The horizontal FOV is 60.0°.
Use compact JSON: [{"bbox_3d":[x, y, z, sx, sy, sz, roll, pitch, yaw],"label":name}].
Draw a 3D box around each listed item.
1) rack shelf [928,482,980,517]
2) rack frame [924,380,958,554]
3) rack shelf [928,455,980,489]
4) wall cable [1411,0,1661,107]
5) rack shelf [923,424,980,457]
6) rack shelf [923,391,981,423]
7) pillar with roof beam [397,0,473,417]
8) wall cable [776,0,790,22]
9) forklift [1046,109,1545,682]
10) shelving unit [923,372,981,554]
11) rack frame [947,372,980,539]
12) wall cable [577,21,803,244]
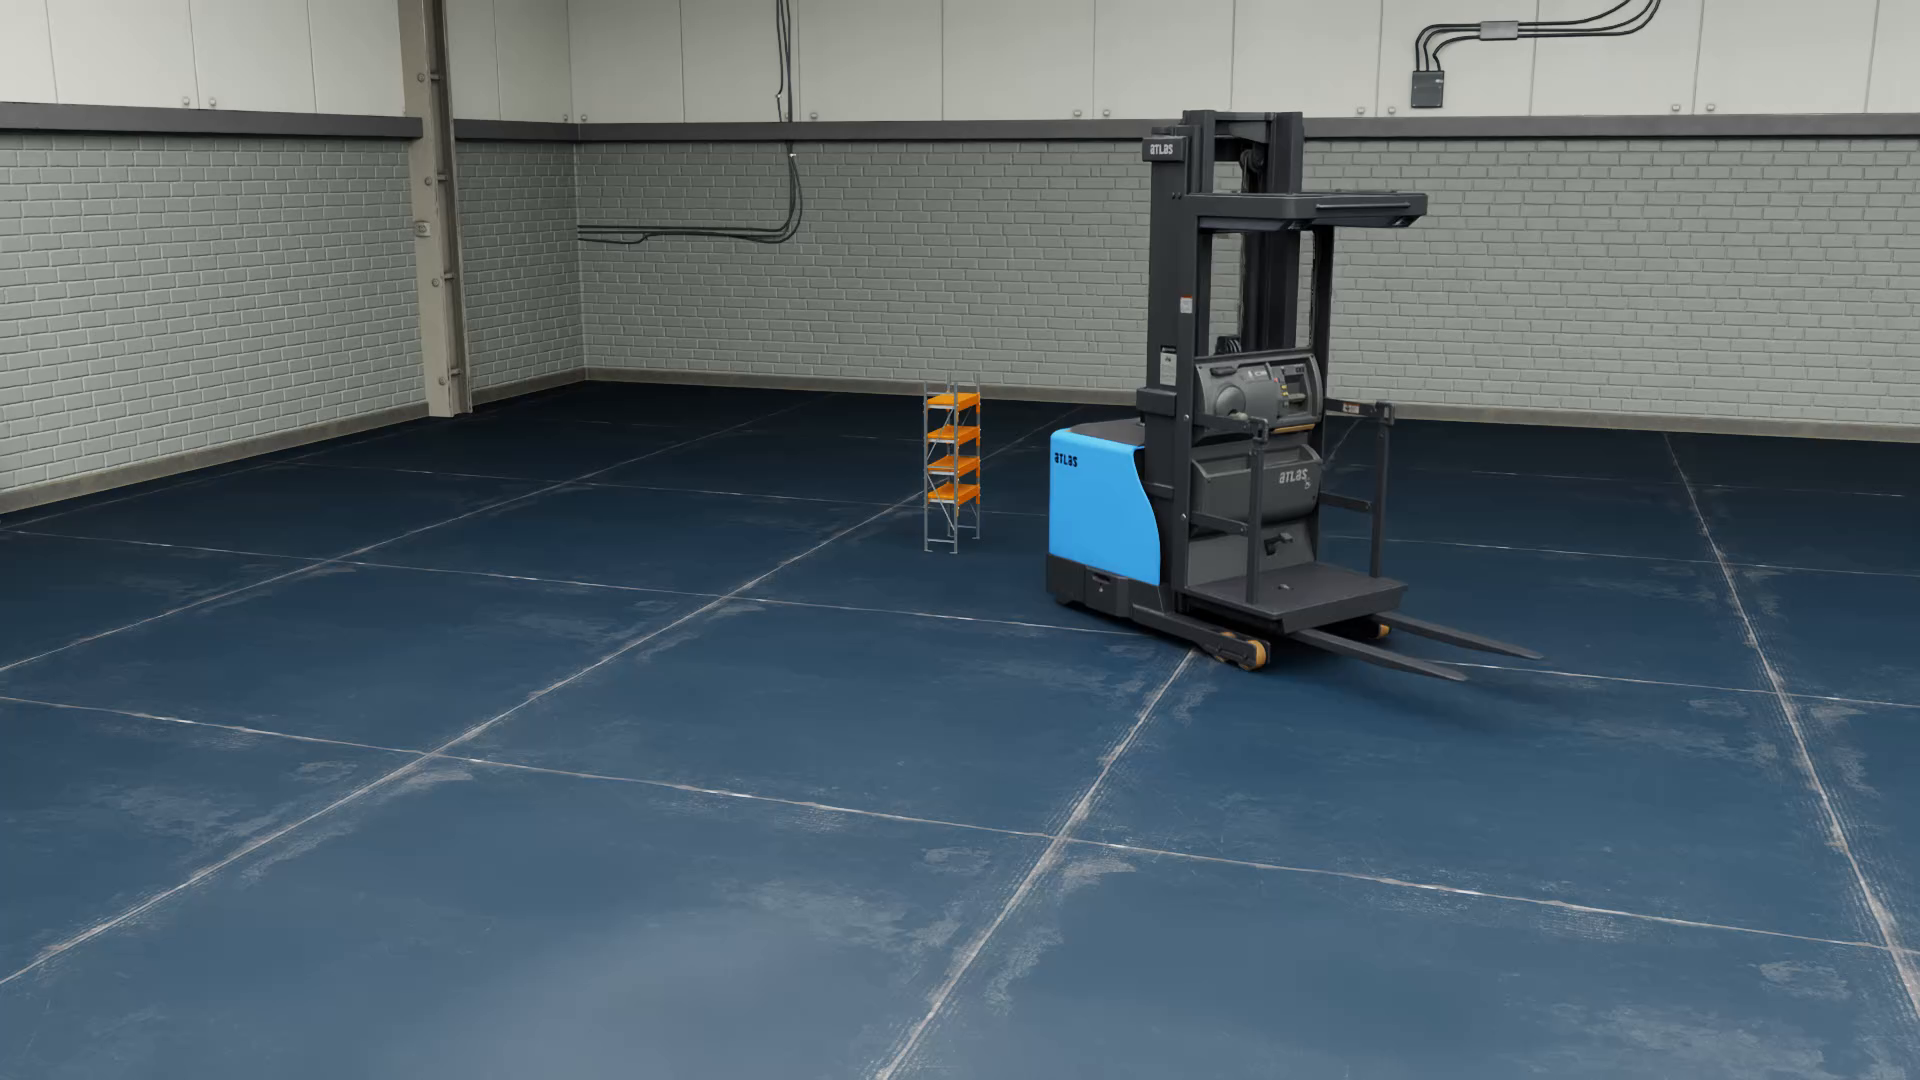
[{"bbox_3d":[-0.054,-0.291,11.761,0.258,0.148,0.480,4,14,18],"label":"rack shelf"},{"bbox_3d":[-0.133,-0.499,11.477,0.240,1.200,0.015,4,14,18],"label":"rack frame"},{"bbox_3d":[-0.054,-0.485,11.717,0.258,0.148,0.480,4,14,18],"label":"rack shelf"},{"bbox_3d":[5.674,-7.246,15.868,2.305,6.003,0.169,4,14,18],"label":"wall cable"},{"bbox_3d":[-0.054,-0.703,11.667,0.258,0.148,0.480,4,14,18],"label":"rack shelf"},{"bbox_3d":[-0.054,-0.933,11.614,0.258,0.148,0.480,4,14,18],"label":"rack shelf"},{"bbox_3d":[-1.435,-5.440,15.598,9.100,9.000,0.400,4,14,18],"label":"pillar with roof beam"},{"bbox_3d":[-0.744,-7.028,18.186,3.097,2.526,0.112,4,14,18],"label":"wall cable"},{"bbox_3d":[1.802,-0.850,9.127,1.130,2.935,3.031,-9,16,-35],"label":"forklift"},{"bbox_3d":[-0.054,-0.550,11.702,0.258,1.200,0.503,4,14,18],"label":"shelving unit"},{"bbox_3d":[0.025,-0.601,11.927,0.240,1.200,0.015,4,14,18],"label":"rack frame"},{"bbox_3d":[-3.304,-4.761,19.602,3.097,2.526,0.112,4,14,18],"label":"wall cable"}]
